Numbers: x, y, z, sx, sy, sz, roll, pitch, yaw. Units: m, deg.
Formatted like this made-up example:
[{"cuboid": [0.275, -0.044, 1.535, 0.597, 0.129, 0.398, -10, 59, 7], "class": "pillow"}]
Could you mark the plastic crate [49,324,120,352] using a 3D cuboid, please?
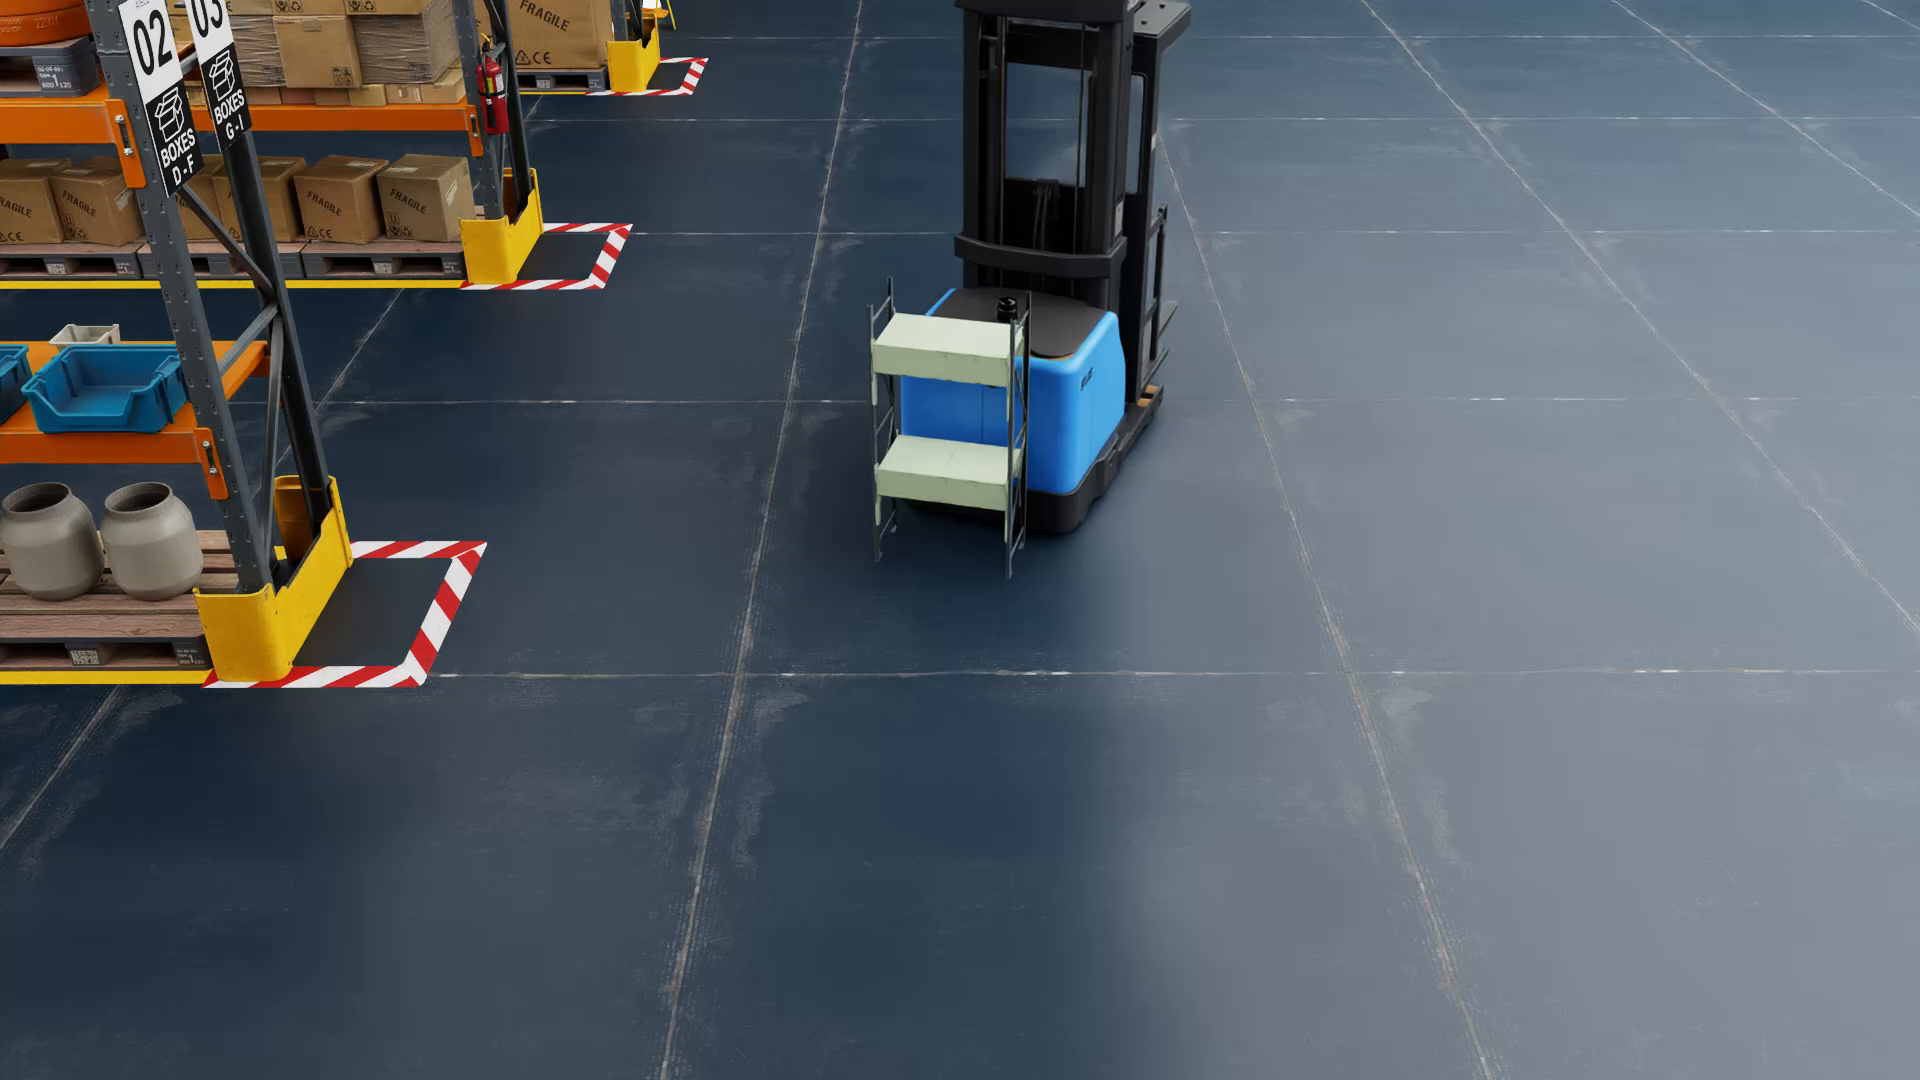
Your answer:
[{"cuboid": [-4.296, -0.970, 8.211, 0.250, 0.136, 0.298, 0, 31, 0], "class": "plastic crate"}]

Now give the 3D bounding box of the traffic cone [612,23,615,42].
[{"cuboid": [-3.897, -5.711, 18.217, 0.334, 0.463, 0.336, 0, 31, 0], "class": "traffic cone"}]

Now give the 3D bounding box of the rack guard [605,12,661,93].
[{"cuboid": [-3.334, -4.992, 16.996, 0.348, 0.500, 1.175, 0, 31, 0], "class": "rack guard"}]

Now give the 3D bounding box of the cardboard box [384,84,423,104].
[{"cuboid": [-3.963, -3.272, 11.993, 0.250, 0.149, 0.380, 0, 31, 0], "class": "cardboard box"}]

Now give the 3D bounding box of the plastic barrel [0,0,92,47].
[{"cuboid": [-3.884, -2.497, 6.763, 0.708, 0.830, 0.600, 0, 31, 0], "class": "plastic barrel"}]

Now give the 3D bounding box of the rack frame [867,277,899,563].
[{"cuboid": [-0.406, -0.620, 8.826, 0.023, 1.500, 0.400, 7, 32, 12], "class": "rack frame"}]

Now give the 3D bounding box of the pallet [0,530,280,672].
[{"cuboid": [-4.287, 0.298, 8.555, 1.213, 0.211, 1.003, 0, 31, 0], "class": "pallet"}]

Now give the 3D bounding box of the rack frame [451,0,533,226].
[{"cuboid": [-3.429, -3.488, 12.107, 0.127, 3.000, 1.000, 0, 31, 0], "class": "rack frame"}]

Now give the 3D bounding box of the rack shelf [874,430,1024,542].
[{"cuboid": [-0.051, -0.295, 8.919, 0.720, 0.370, 0.431, 7, 32, 12], "class": "rack shelf"}]

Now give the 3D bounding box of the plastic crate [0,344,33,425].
[{"cuboid": [-4.547, -0.699, 7.654, 0.408, 0.251, 0.499, 0, 31, 0], "class": "plastic crate"}]

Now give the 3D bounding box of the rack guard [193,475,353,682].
[{"cuboid": [-3.475, 0.175, 8.480, 0.348, 0.500, 1.175, 0, 31, 0], "class": "rack guard"}]

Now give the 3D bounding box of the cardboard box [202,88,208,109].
[{"cuboid": [-5.212, -3.213, 11.896, 0.250, 0.149, 0.380, 0, 31, 0], "class": "cardboard box"}]

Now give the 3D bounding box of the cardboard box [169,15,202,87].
[{"cuboid": [-5.479, -3.632, 11.961, 0.500, 0.500, 0.875, 0, 31, 0], "class": "cardboard box"}]

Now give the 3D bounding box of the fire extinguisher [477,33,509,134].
[{"cuboid": [-3.312, -3.216, 11.734, 0.183, 0.674, 0.296, 0, 31, 0], "class": "fire extinguisher"}]

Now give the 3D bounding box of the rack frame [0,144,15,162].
[{"cuboid": [-7.429, -3.475, 12.086, 0.127, 3.000, 1.000, 0, 31, 0], "class": "rack frame"}]

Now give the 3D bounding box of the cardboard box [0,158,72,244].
[{"cuboid": [-7.029, -2.567, 12.594, 0.500, 0.500, 0.500, -1, 31, -2], "class": "cardboard box"}]

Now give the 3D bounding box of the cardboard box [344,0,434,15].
[{"cuboid": [-3.978, -3.955, 11.530, 0.500, 0.500, 0.500, 0, 31, 0], "class": "cardboard box"}]

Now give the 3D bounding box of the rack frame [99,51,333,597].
[{"cuboid": [-3.399, -0.919, 7.872, 0.127, 3.000, 1.000, 0, 31, 0], "class": "rack frame"}]

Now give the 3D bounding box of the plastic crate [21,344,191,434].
[{"cuboid": [-3.898, -0.698, 7.653, 0.616, 0.251, 0.499, 0, 31, 0], "class": "plastic crate"}]

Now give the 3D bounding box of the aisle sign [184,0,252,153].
[{"cuboid": [-3.329, -2.182, 7.449, 0.004, 0.787, 0.394, 0, 31, 0], "class": "aisle sign"}]

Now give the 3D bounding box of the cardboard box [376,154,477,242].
[{"cuboid": [-4.054, -2.605, 12.657, 0.500, 0.500, 0.500, 5, 32, 9], "class": "cardboard box"}]

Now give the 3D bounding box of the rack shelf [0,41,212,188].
[{"cuboid": [-5.399, -1.887, 7.271, 4.000, 0.370, 1.077, 0, 31, 0], "class": "rack shelf"}]

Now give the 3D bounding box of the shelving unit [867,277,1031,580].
[{"cuboid": [-0.051, -0.574, 8.750, 0.755, 1.500, 0.431, 7, 32, 12], "class": "shelving unit"}]

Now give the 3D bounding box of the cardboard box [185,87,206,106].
[{"cuboid": [-5.463, -3.249, 11.955, 0.250, 0.149, 0.380, 0, 31, 0], "class": "cardboard box"}]

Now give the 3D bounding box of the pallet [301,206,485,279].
[{"cuboid": [-4.318, -2.311, 12.856, 1.213, 0.211, 1.003, 0, 31, 0], "class": "pallet"}]

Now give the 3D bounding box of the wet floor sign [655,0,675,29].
[{"cuboid": [-3.341, -6.082, 18.651, 0.232, 0.644, 0.267, -5, 32, -9], "class": "wet floor sign"}]

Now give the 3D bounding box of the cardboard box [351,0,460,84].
[{"cuboid": [-3.979, -3.670, 12.024, 0.500, 0.500, 0.875, 0, 31, 0], "class": "cardboard box"}]

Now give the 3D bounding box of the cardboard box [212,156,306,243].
[{"cuboid": [-5.277, -2.594, 12.638, 0.500, 0.500, 0.500, 3, 31, 4], "class": "cardboard box"}]

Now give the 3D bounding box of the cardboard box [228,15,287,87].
[{"cuboid": [-4.979, -3.627, 11.954, 0.500, 0.500, 0.875, 0, 31, 0], "class": "cardboard box"}]

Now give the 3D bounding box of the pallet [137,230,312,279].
[{"cuboid": [-5.535, -2.309, 12.852, 1.213, 0.211, 1.003, 0, 31, 0], "class": "pallet"}]

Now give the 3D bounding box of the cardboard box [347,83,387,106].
[{"cuboid": [-4.212, -3.244, 11.948, 0.250, 0.149, 0.380, 0, 31, 0], "class": "cardboard box"}]

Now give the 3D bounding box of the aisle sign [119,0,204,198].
[{"cuboid": [-3.325, -1.876, 6.944, 0.004, 0.787, 0.394, 0, 31, 0], "class": "aisle sign"}]

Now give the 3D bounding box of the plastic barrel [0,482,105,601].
[{"cuboid": [-4.558, 0.009, 8.337, 0.421, 0.512, 0.421, 0, 31, 0], "class": "plastic barrel"}]

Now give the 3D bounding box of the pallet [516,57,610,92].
[{"cuboid": [-4.157, -4.826, 17.000, 1.213, 0.211, 1.003, 0, 31, 0], "class": "pallet"}]

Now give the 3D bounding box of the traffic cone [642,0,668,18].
[{"cuboid": [-3.564, -6.298, 19.185, 0.334, 0.463, 0.336, 0, 31, 0], "class": "traffic cone"}]

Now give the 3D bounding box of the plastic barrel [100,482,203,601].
[{"cuboid": [-4.057, 0.007, 8.340, 0.421, 0.512, 0.421, 0, 31, 0], "class": "plastic barrel"}]

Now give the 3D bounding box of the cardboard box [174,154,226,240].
[{"cuboid": [-5.836, -2.615, 12.673, 0.500, 0.500, 0.500, -3, 31, -5], "class": "cardboard box"}]

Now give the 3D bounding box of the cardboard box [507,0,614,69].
[{"cuboid": [-4.036, -5.296, 16.730, 0.875, 0.875, 0.875, 0, 31, 0], "class": "cardboard box"}]

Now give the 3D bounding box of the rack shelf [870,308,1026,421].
[{"cuboid": [-0.051, -0.908, 8.548, 0.720, 0.370, 0.431, 7, 32, 12], "class": "rack shelf"}]

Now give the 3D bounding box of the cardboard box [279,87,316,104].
[{"cuboid": [-4.713, -3.272, 11.994, 0.250, 0.149, 0.380, 0, 31, 0], "class": "cardboard box"}]

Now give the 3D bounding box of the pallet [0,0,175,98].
[{"cuboid": [-4.227, -2.168, 7.223, 1.213, 0.211, 1.003, 0, 31, 0], "class": "pallet"}]

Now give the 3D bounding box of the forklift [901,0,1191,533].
[{"cuboid": [0.657, -2.047, 9.797, 1.130, 2.935, 3.031, 11, 33, 18], "class": "forklift"}]

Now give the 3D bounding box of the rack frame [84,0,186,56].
[{"cuboid": [-3.399, -3.483, 6.316, 0.127, 3.000, 1.000, 0, 31, 0], "class": "rack frame"}]

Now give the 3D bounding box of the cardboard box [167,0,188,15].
[{"cuboid": [-5.478, -3.953, 11.527, 0.500, 0.500, 0.500, 0, 31, 0], "class": "cardboard box"}]

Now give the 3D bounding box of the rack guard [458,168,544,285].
[{"cuboid": [-3.505, -2.419, 12.755, 0.348, 0.500, 1.175, 0, 31, 0], "class": "rack guard"}]

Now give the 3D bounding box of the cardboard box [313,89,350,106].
[{"cuboid": [-4.463, -3.252, 11.960, 0.250, 0.149, 0.380, 0, 31, 0], "class": "cardboard box"}]

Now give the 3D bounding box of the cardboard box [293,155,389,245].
[{"cuboid": [-4.651, -2.586, 12.625, 0.500, 0.500, 0.500, 8, 32, 13], "class": "cardboard box"}]

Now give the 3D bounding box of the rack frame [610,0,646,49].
[{"cuboid": [-3.358, -6.061, 16.348, 0.127, 3.000, 1.000, 0, 31, 0], "class": "rack frame"}]

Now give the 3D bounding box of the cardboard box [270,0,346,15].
[{"cuboid": [-4.477, -3.951, 11.523, 0.500, 0.500, 0.500, 0, 31, 0], "class": "cardboard box"}]

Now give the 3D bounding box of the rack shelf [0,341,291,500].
[{"cuboid": [-5.399, -0.605, 8.049, 4.000, 0.370, 1.077, 0, 31, 0], "class": "rack shelf"}]

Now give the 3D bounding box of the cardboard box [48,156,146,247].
[{"cuboid": [-6.456, -2.572, 12.603, 0.500, 0.500, 0.500, 10, 33, 15], "class": "cardboard box"}]

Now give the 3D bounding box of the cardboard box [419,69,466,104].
[{"cuboid": [-3.713, -3.272, 11.994, 0.250, 0.149, 0.380, 0, 31, 0], "class": "cardboard box"}]

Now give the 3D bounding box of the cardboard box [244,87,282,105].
[{"cuboid": [-4.963, -3.260, 11.974, 0.250, 0.149, 0.380, 0, 31, 0], "class": "cardboard box"}]

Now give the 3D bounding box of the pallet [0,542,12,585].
[{"cuboid": [-5.504, 0.300, 8.552, 1.213, 0.211, 1.003, 0, 31, 0], "class": "pallet"}]

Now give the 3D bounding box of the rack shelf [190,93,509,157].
[{"cuboid": [-5.429, -3.174, 12.283, 4.000, 0.370, 1.077, 0, 31, 0], "class": "rack shelf"}]

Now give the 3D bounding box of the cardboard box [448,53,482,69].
[{"cuboid": [-3.715, -3.503, 12.374, 0.250, 0.149, 0.380, 0, 31, 0], "class": "cardboard box"}]

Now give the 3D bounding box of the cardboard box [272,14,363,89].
[{"cuboid": [-4.478, -3.606, 11.919, 0.500, 0.500, 0.875, 0, 31, 0], "class": "cardboard box"}]

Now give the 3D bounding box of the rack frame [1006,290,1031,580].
[{"cuboid": [0.304, -0.528, 8.674, 0.023, 1.500, 0.400, 7, 32, 12], "class": "rack frame"}]

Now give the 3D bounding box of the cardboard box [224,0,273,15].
[{"cuboid": [-4.977, -3.951, 11.522, 0.500, 0.500, 0.500, 0, 31, 0], "class": "cardboard box"}]
